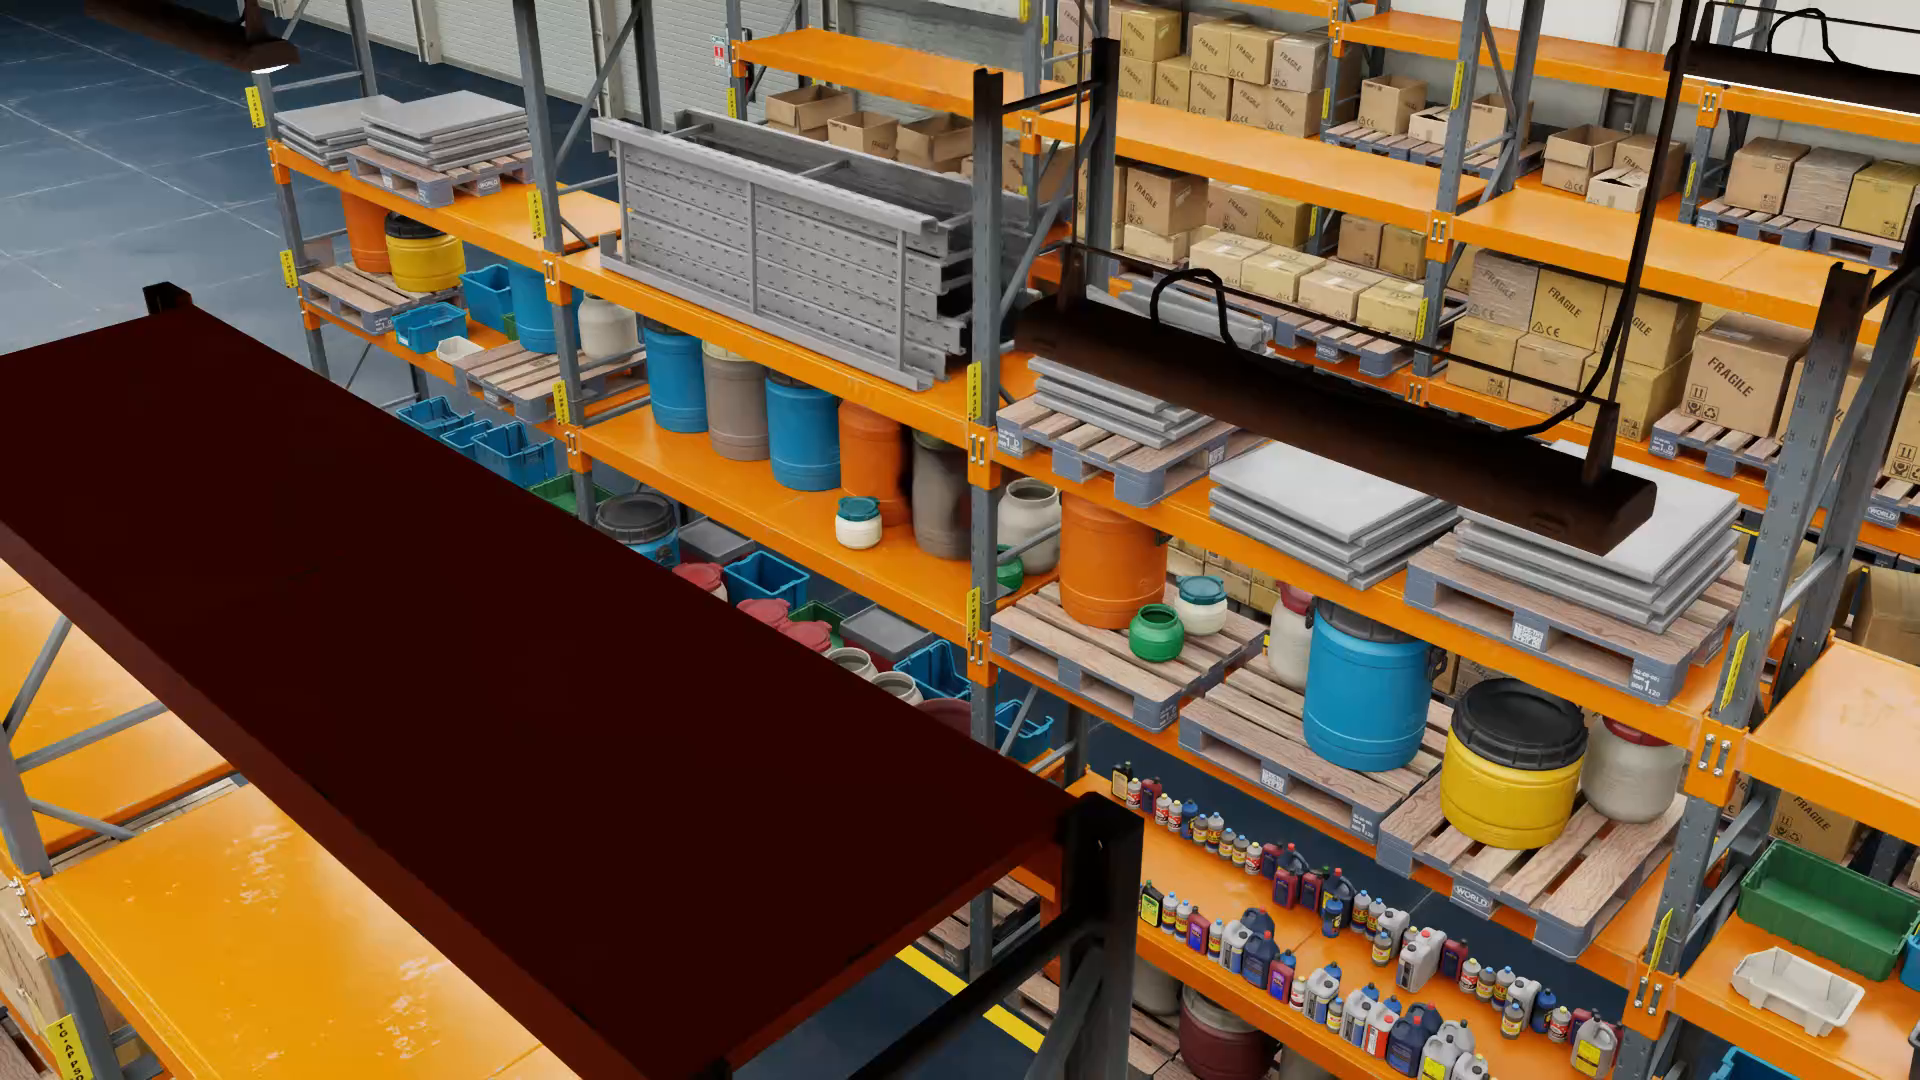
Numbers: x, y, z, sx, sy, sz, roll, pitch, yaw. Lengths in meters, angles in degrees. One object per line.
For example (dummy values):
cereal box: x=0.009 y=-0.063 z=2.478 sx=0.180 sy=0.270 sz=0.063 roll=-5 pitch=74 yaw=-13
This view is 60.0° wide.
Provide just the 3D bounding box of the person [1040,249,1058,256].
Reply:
person: x=1.063 y=-2.395 z=18.690 sx=0.787 sy=1.832 sz=0.720 roll=14 pitch=32 yaw=24

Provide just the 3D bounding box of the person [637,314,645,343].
person: x=-3.677 y=-2.695 z=19.532 sx=0.805 sy=1.503 sz=0.577 roll=-7 pitch=30 yaw=-13
